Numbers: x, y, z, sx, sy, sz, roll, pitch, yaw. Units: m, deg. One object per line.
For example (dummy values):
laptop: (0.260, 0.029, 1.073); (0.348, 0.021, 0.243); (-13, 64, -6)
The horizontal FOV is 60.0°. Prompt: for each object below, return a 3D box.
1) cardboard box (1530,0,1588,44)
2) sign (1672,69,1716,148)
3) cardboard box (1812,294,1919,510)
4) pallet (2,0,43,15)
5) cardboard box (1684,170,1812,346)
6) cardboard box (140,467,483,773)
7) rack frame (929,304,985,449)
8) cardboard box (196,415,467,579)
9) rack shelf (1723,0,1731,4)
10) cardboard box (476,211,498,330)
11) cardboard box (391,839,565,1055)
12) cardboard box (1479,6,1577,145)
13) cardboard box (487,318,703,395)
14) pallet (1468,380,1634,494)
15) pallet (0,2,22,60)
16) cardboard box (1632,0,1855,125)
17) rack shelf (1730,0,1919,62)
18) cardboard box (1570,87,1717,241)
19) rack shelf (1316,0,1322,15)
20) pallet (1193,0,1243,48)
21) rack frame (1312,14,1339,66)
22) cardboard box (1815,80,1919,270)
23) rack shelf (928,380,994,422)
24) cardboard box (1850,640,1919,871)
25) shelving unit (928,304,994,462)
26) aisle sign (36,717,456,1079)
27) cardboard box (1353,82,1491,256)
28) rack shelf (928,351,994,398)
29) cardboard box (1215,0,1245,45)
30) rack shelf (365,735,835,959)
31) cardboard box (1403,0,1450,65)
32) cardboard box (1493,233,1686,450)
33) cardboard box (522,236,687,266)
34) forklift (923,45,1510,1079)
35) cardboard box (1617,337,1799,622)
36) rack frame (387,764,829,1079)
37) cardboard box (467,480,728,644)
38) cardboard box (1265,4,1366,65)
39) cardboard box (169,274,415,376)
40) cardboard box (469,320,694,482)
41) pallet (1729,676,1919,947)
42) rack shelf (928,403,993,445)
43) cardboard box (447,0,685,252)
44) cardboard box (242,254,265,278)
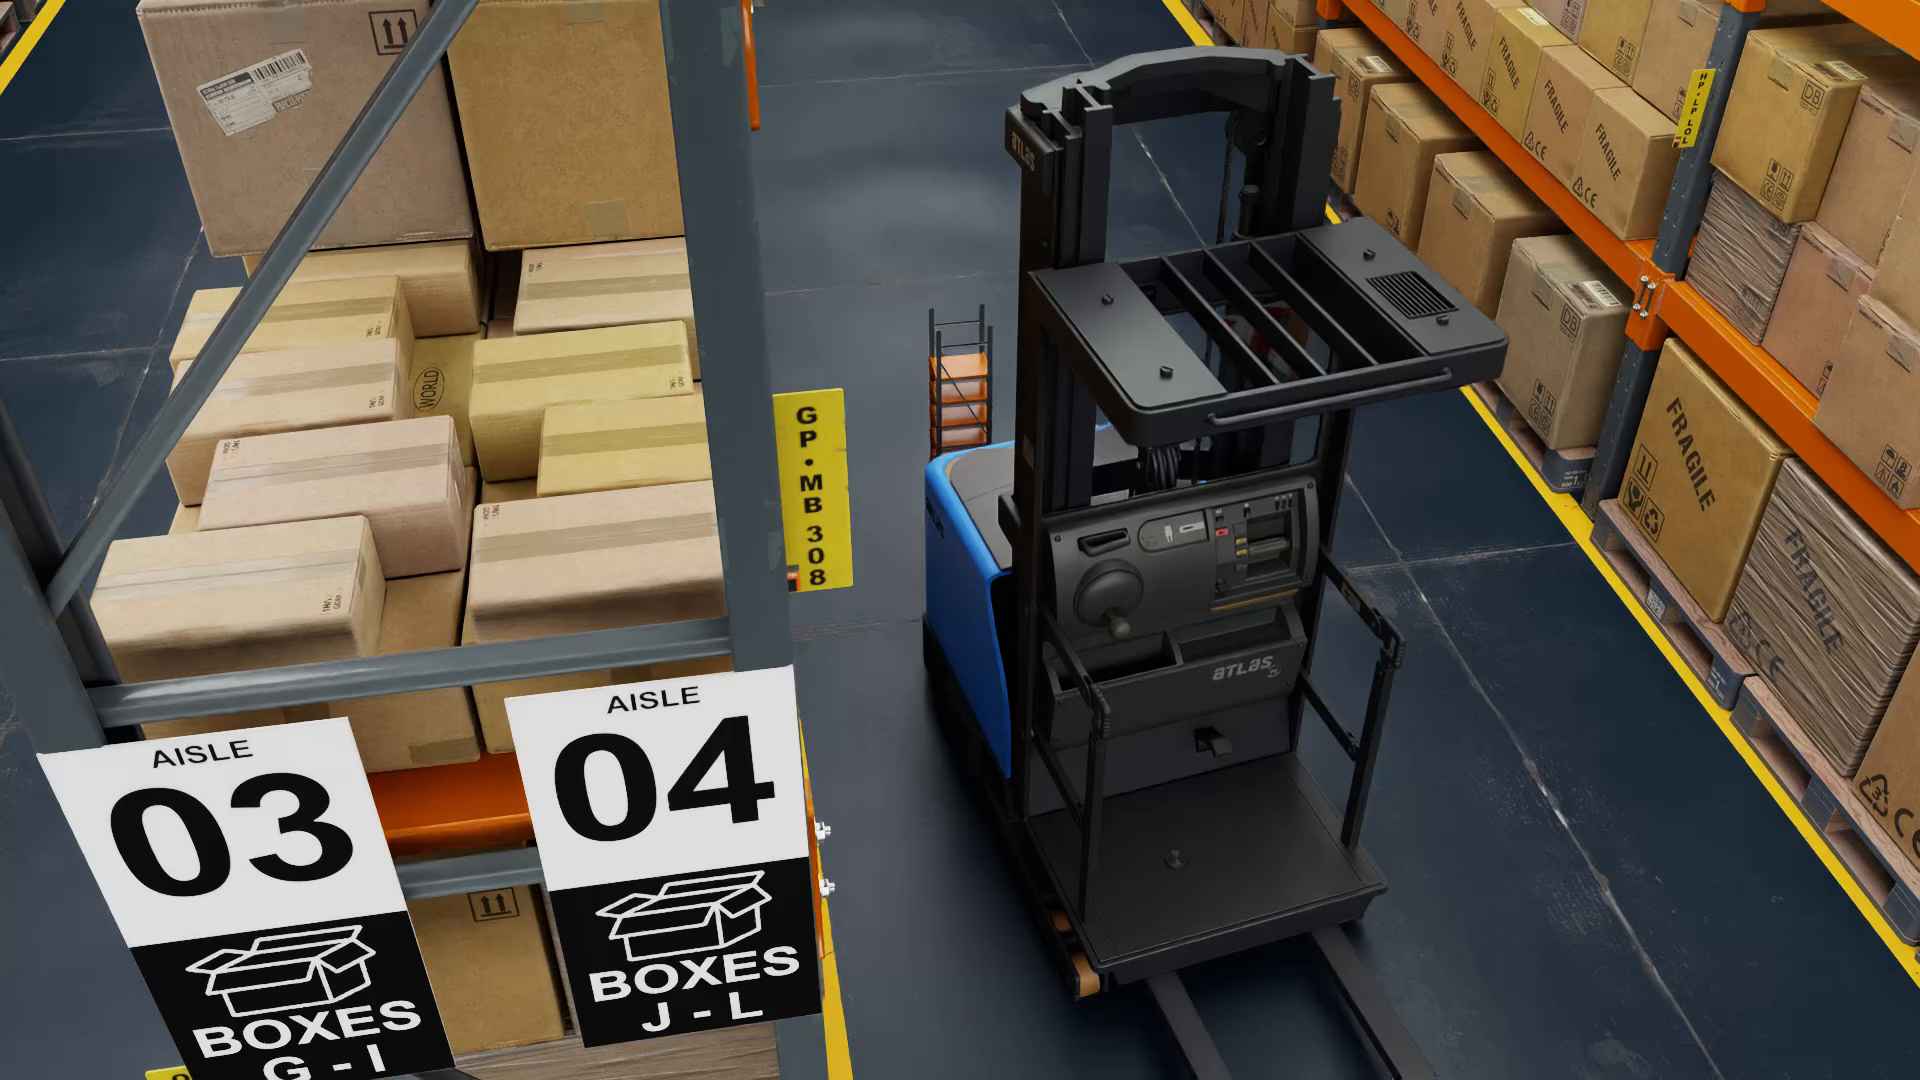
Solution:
cardboard box: (3.193, -2.710, 7.896); (0.700, 0.500, 0.500); (-6, 38, -8)
sign: (2.934, -1.722, 6.642); (0.100, 0.325, 0.005); (-6, 38, -8)
cardboard box: (3.640, -0.529, 5.864); (0.875, 0.550, 0.550); (-6, 38, -8)
pallet: (-7.880, -4.526, 13.404); (1.003, 0.211, 1.213); (-6, 38, -8)
cardboard box: (3.543, -1.198, 6.725); (0.875, 0.550, 0.550); (-6, 38, -8)
cardboard box: (-1.068, 0.139, 2.804); (0.500, 0.250, 0.500); (-5, 38, -7)
rack frame: (-0.013, -0.520, 7.442); (0.240, 1.200, 0.006); (-6, 38, -8)
cardboard box: (-1.019, -0.059, 2.733); (0.380, 0.149, 0.250); (-7, 38, -9)
rack shelf: (3.116, -3.469, 7.911); (1.077, 0.370, 4.000); (-6, 38, -8)
cardboard box: (-1.240, -0.473, 3.591); (0.500, 0.250, 0.500); (-5, 38, -7)
cardboard box: (-1.073, 0.671, 3.303); (0.500, 0.500, 0.500); (-6, 38, -8)
cardboard box: (2.934, -2.297, 8.180); (0.500, 0.500, 0.500); (-6, 38, -7)
cardboard box: (-0.660, -0.227, 3.274); (0.500, 0.250, 0.500); (-7, 38, -9)
pallet: (3.257, -0.717, 8.501); (1.003, 0.211, 1.213); (-6, 38, -8)
pallet: (-7.619, -3.615, 12.232); (1.003, 0.211, 1.213); (-6, 38, -8)
cardboard box: (3.373, -2.094, 7.104); (0.700, 0.500, 0.500); (-7, 38, -9)
rack shelf: (3.817, -1.053, 4.802); (1.077, 0.370, 4.000); (-6, 38, -8)
cardboard box: (3.112, -1.686, 7.394); (0.500, 0.500, 0.500); (-6, 38, -8)
rack shelf: (2.414, -4.700, 11.942); (1.077, 0.370, 4.000); (-6, 38, -8)
pallet: (2.419, -3.883, 12.576); (1.003, 0.211, 1.213); (-6, 38, -8)
rack frame: (2.765, -3.776, 10.166); (1.000, 3.000, 0.127); (-6, 38, -8)
cardboard box: (3.708, -1.300, 5.976); (0.875, 0.550, 0.550); (-6, 38, -8)
rack shelf: (0.003, -0.620, 7.251); (0.258, 0.103, 0.180); (-6, 38, -8)
cardboard box: (3.827, 0.795, 5.671); (0.875, 0.875, 0.875); (-7, 38, -9)
shelving unit: (0.003, -0.465, 7.371); (0.258, 1.200, 0.189); (-6, 38, -8)
aisle sign: (-1.018, 0.571, 2.451); (0.394, 0.787, 0.004); (-6, 38, -8)
cardboard box: (2.940, -2.149, 9.562); (1.050, 0.750, 0.750); (-6, 38, -7)
rack shelf: (0.003, -0.714, 7.177); (0.258, 0.103, 0.180); (-6, 38, -8)
cardboard box: (2.196, -3.956, 12.092); (0.500, 0.500, 0.500); (-8, 39, -10)
rack shelf: (-1.084, -0.580, 4.193); (1.077, 0.370, 4.000); (-6, 38, -8)
cardboard box: (2.758, -2.904, 8.962); (0.500, 0.500, 0.500); (-6, 38, -8)
cardboard box: (3.269, -1.003, 8.088); (1.050, 0.750, 0.750); (-6, 38, -8)
cardboard box: (-0.686, -0.572, 3.393); (0.380, 0.149, 0.250); (-6, 38, -8)
forklift: (0.800, 0.130, 5.194); (1.130, 2.935, 3.031); (-12, 39, -15)
cardboard box: (3.508, -0.300, 7.080); (0.875, 0.875, 0.875); (-6, 38, -7)
rack frame: (-0.733, 1.528, 3.338); (1.000, 3.000, 0.127); (-6, 38, -8)
cardboard box: (-0.554, 0.054, 2.588); (0.380, 0.149, 0.250); (-6, 38, -8)
cardboard box: (2.392, -3.324, 11.279); (0.500, 0.500, 0.500); (-6, 38, -8)
cardboard box: (-1.243, -0.361, 3.122); (0.380, 0.149, 0.250); (-6, 38, -8)
cardboard box: (-0.670, -0.252, 2.982); (0.380, 0.149, 0.250); (-7, 38, -9)
pallet: (3.740, 0.947, 6.359); (1.003, 0.211, 1.213); (-6, 38, -8)
rack shelf: (0.003, -0.525, 7.324); (0.258, 0.103, 0.180); (-6, 38, -8)
cardboard box: (-0.728, -0.937, 3.334); (0.500, 0.500, 0.500); (-6, 38, -8)
cardboard box: (-1.310, -0.675, 3.527); (0.380, 0.149, 0.250); (-8, 39, -10)
